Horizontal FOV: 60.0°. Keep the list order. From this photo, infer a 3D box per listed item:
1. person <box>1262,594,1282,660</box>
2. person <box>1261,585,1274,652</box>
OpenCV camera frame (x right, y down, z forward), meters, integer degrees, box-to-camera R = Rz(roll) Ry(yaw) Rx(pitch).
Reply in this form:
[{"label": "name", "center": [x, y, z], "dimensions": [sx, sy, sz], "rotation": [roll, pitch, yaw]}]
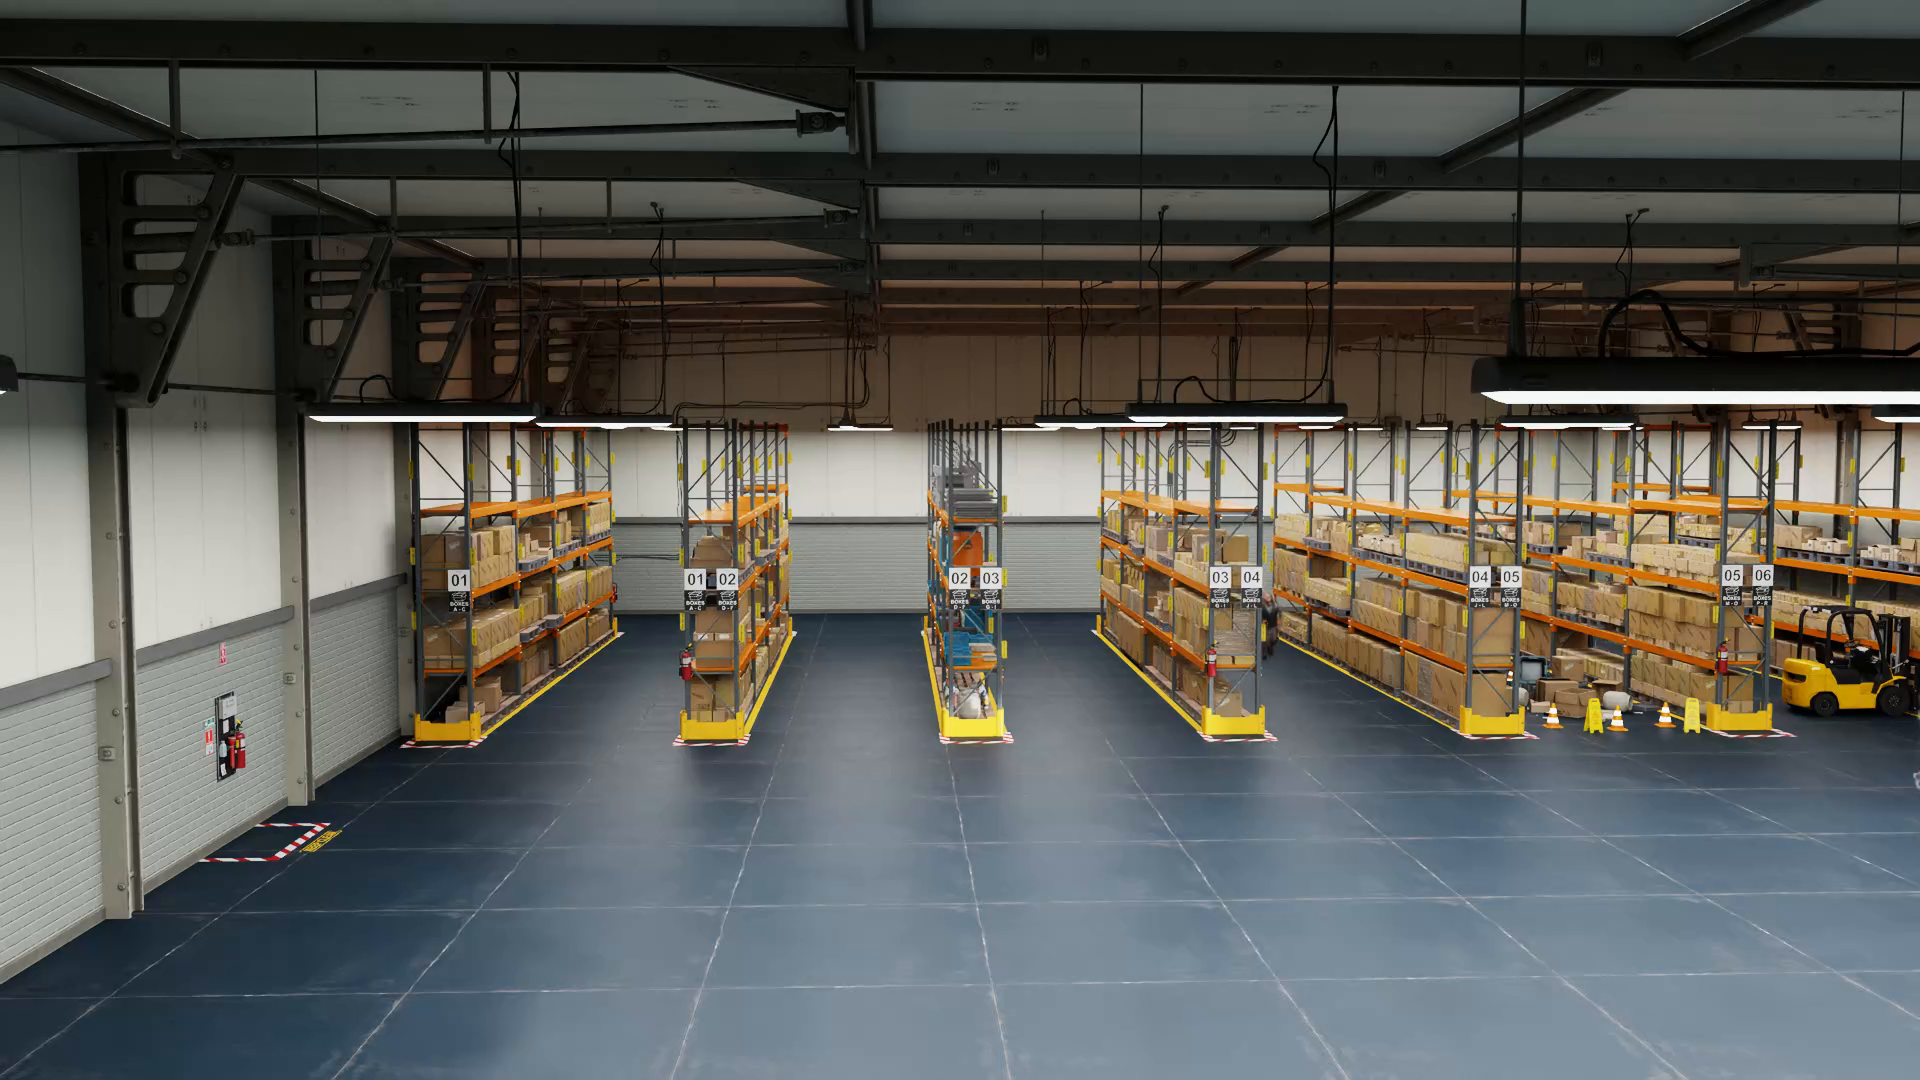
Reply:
[{"label": "person", "center": [7.810, 2.199, 41.965], "dimensions": [0.682, 1.684, 0.703], "rotation": [0, 4, 3]}, {"label": "person", "center": [7.969, 2.043, 43.993], "dimensions": [0.706, 1.763, 0.761], "rotation": [0, 4, 3]}]
